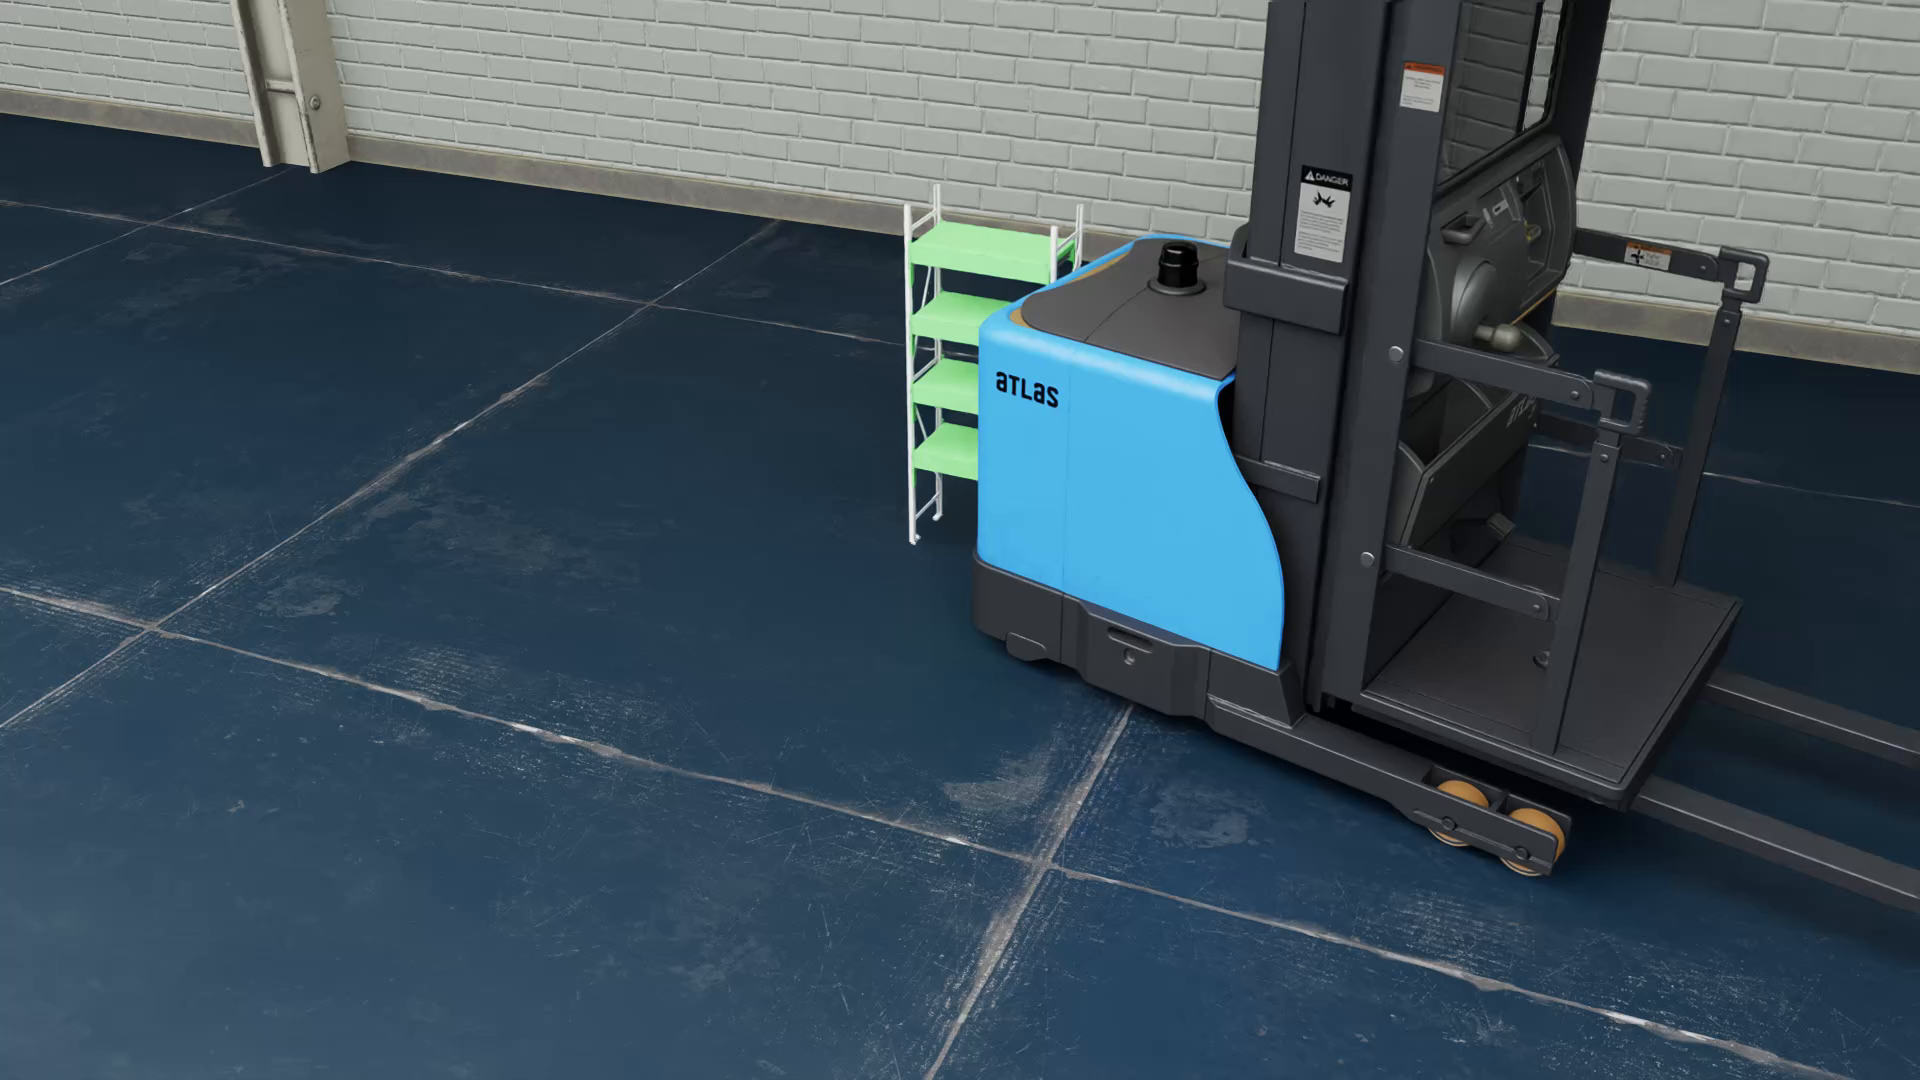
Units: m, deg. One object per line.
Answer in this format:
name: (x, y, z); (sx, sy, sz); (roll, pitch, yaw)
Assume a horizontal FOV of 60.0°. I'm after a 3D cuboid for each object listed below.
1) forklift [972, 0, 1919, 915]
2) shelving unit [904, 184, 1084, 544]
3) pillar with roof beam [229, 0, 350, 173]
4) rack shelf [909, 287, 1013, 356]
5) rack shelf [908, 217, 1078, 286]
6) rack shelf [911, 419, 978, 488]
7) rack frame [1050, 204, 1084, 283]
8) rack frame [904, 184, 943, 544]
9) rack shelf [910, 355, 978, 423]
forklift: (1.523, -0.719, 4.043); (3.031, 2.935, 1.130); (20, 35, 31)
shelving unit: (0.106, -0.515, 5.441); (0.503, 1.200, 0.258); (12, 32, 21)
pillar with roof beam: (-5.384, -4.138, 3.926); (0.400, 9.000, 9.100); (11, 31, 19)
rack shelf: (0.106, -0.668, 5.355); (0.480, 0.148, 0.258); (12, 32, 21)
rack shelf: (0.106, -0.877, 5.237); (0.480, 0.148, 0.258); (12, 32, 21)
rack shelf: (0.106, -0.250, 5.591); (0.480, 0.148, 0.258); (12, 32, 21)
rack frame: (0.328, -0.466, 5.355); (0.015, 1.200, 0.240); (12, 32, 21)
rack frame: (-0.117, -0.564, 5.528); (0.015, 1.200, 0.240); (12, 32, 21)
rack shelf: (0.106, -0.459, 5.473); (0.480, 0.148, 0.258); (12, 32, 21)
